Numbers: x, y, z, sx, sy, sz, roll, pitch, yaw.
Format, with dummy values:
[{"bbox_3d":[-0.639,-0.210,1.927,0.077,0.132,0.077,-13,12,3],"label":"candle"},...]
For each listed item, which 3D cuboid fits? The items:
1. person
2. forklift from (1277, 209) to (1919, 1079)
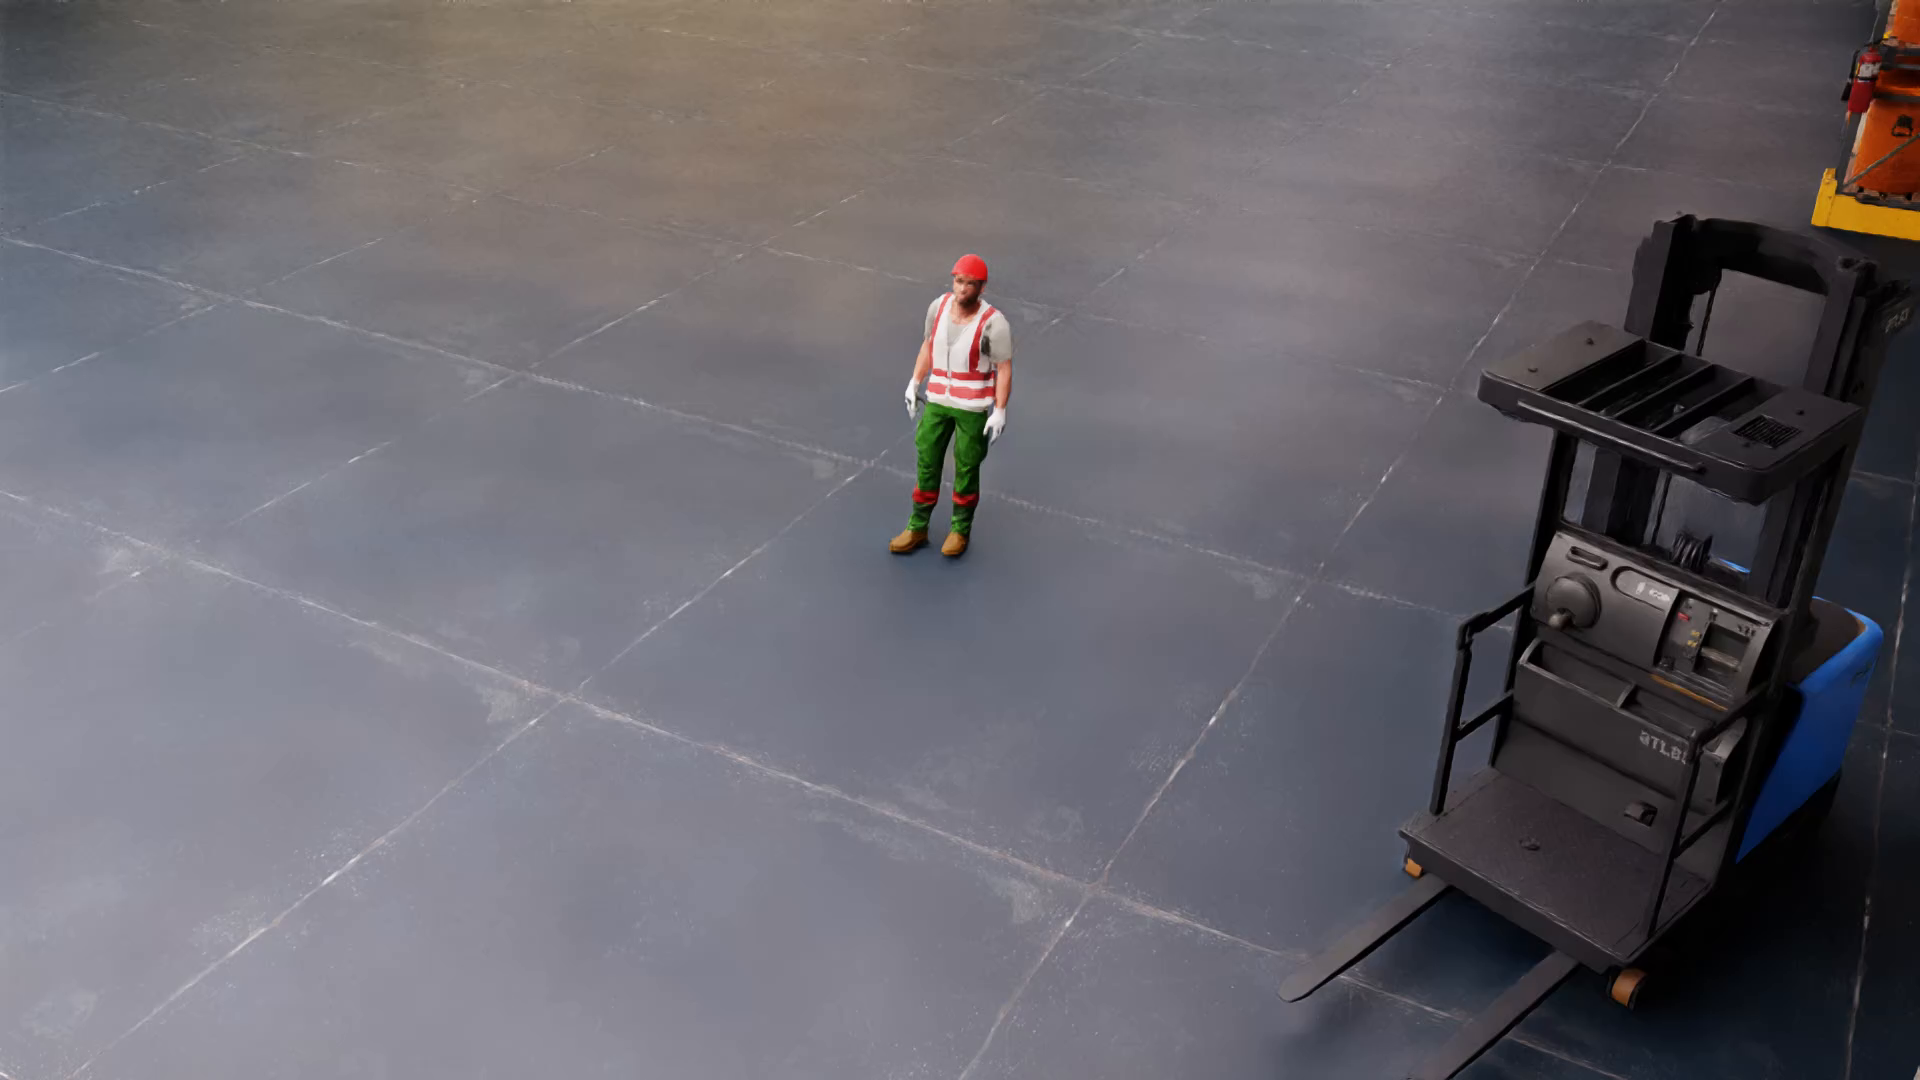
[{"bbox_3d":[-0.048,-0.748,9.496,0.637,1.787,0.563,15,33,25],"label":"person"},{"bbox_3d":[2.594,0.323,6.511,3.031,2.935,1.130,-24,37,-35],"label":"forklift"}]
